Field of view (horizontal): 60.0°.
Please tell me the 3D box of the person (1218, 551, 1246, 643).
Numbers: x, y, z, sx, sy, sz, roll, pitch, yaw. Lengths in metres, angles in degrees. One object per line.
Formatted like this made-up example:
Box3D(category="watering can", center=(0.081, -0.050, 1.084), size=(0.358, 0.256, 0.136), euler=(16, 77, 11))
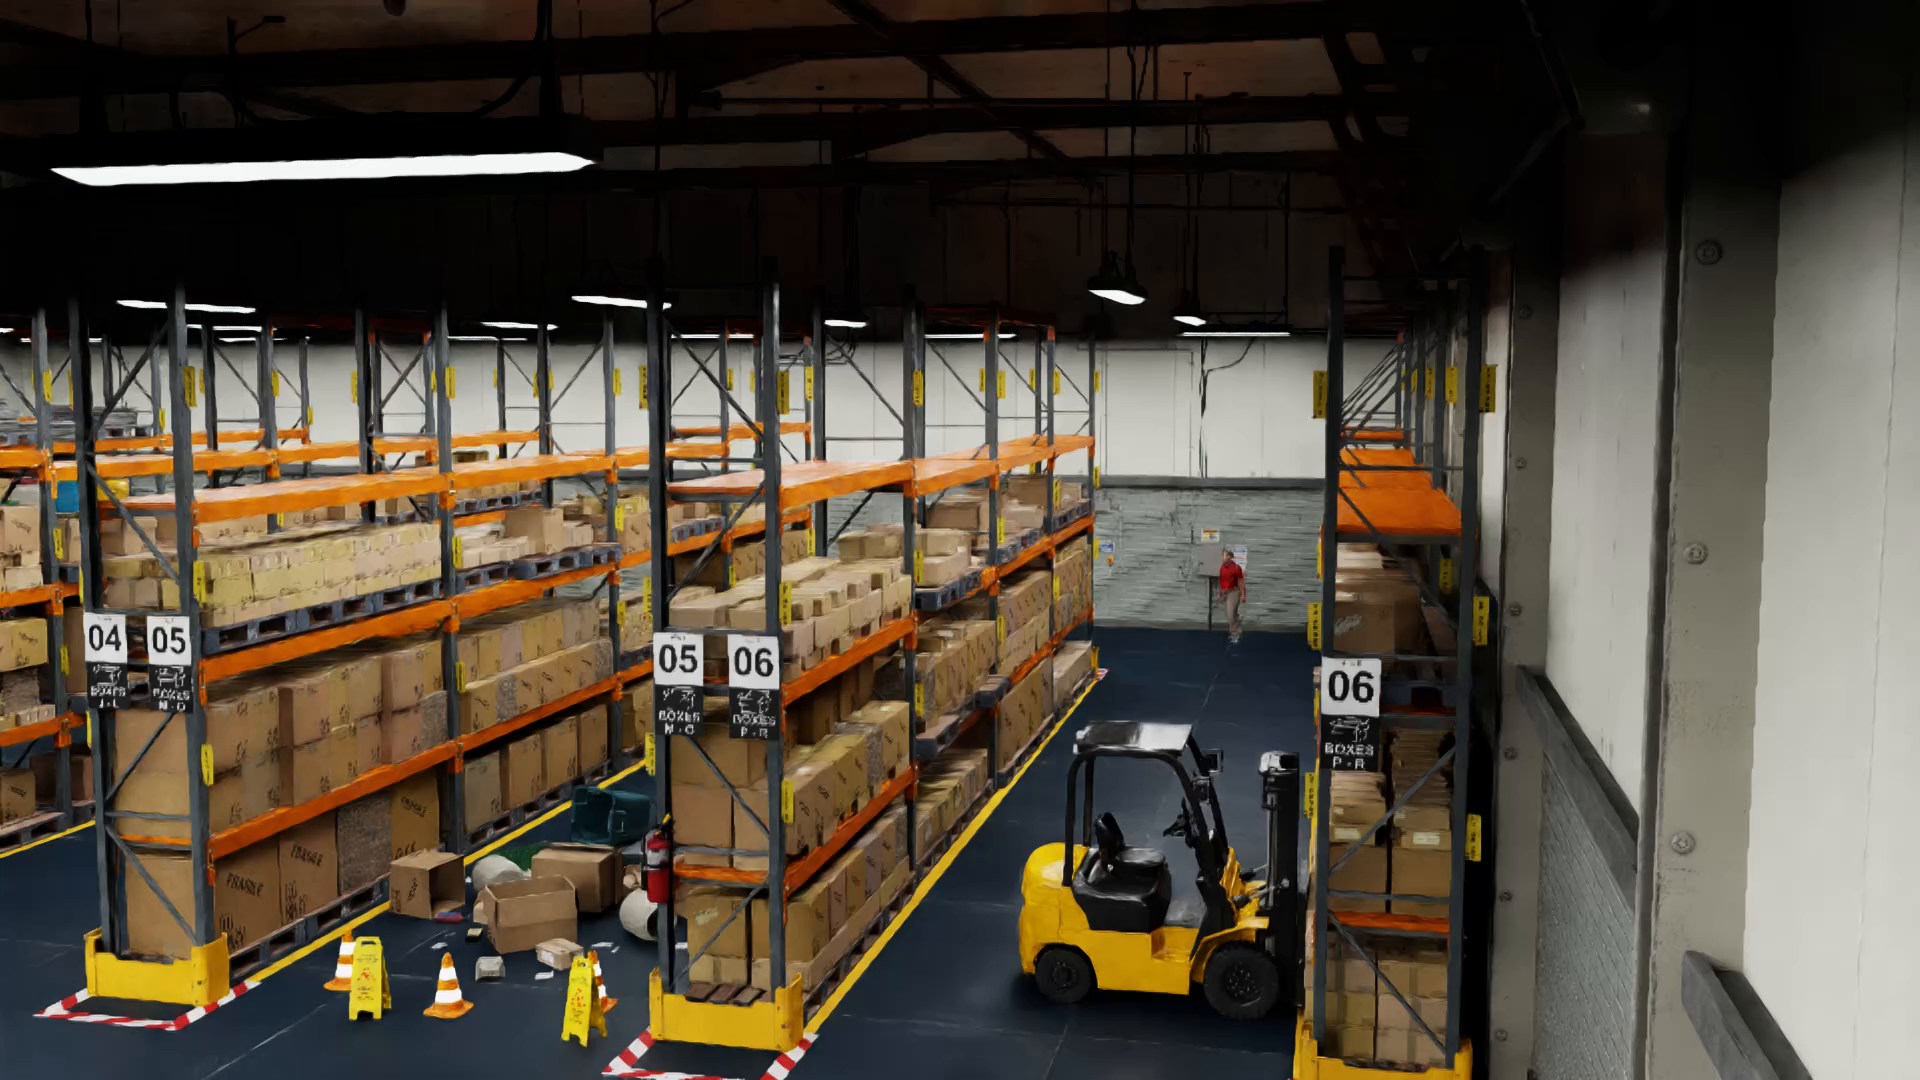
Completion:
Box3D(category="person", center=(5.269, 1.083, 32.048), size=(0.473, 1.759, 0.652), euler=(-3, 6, -24))
